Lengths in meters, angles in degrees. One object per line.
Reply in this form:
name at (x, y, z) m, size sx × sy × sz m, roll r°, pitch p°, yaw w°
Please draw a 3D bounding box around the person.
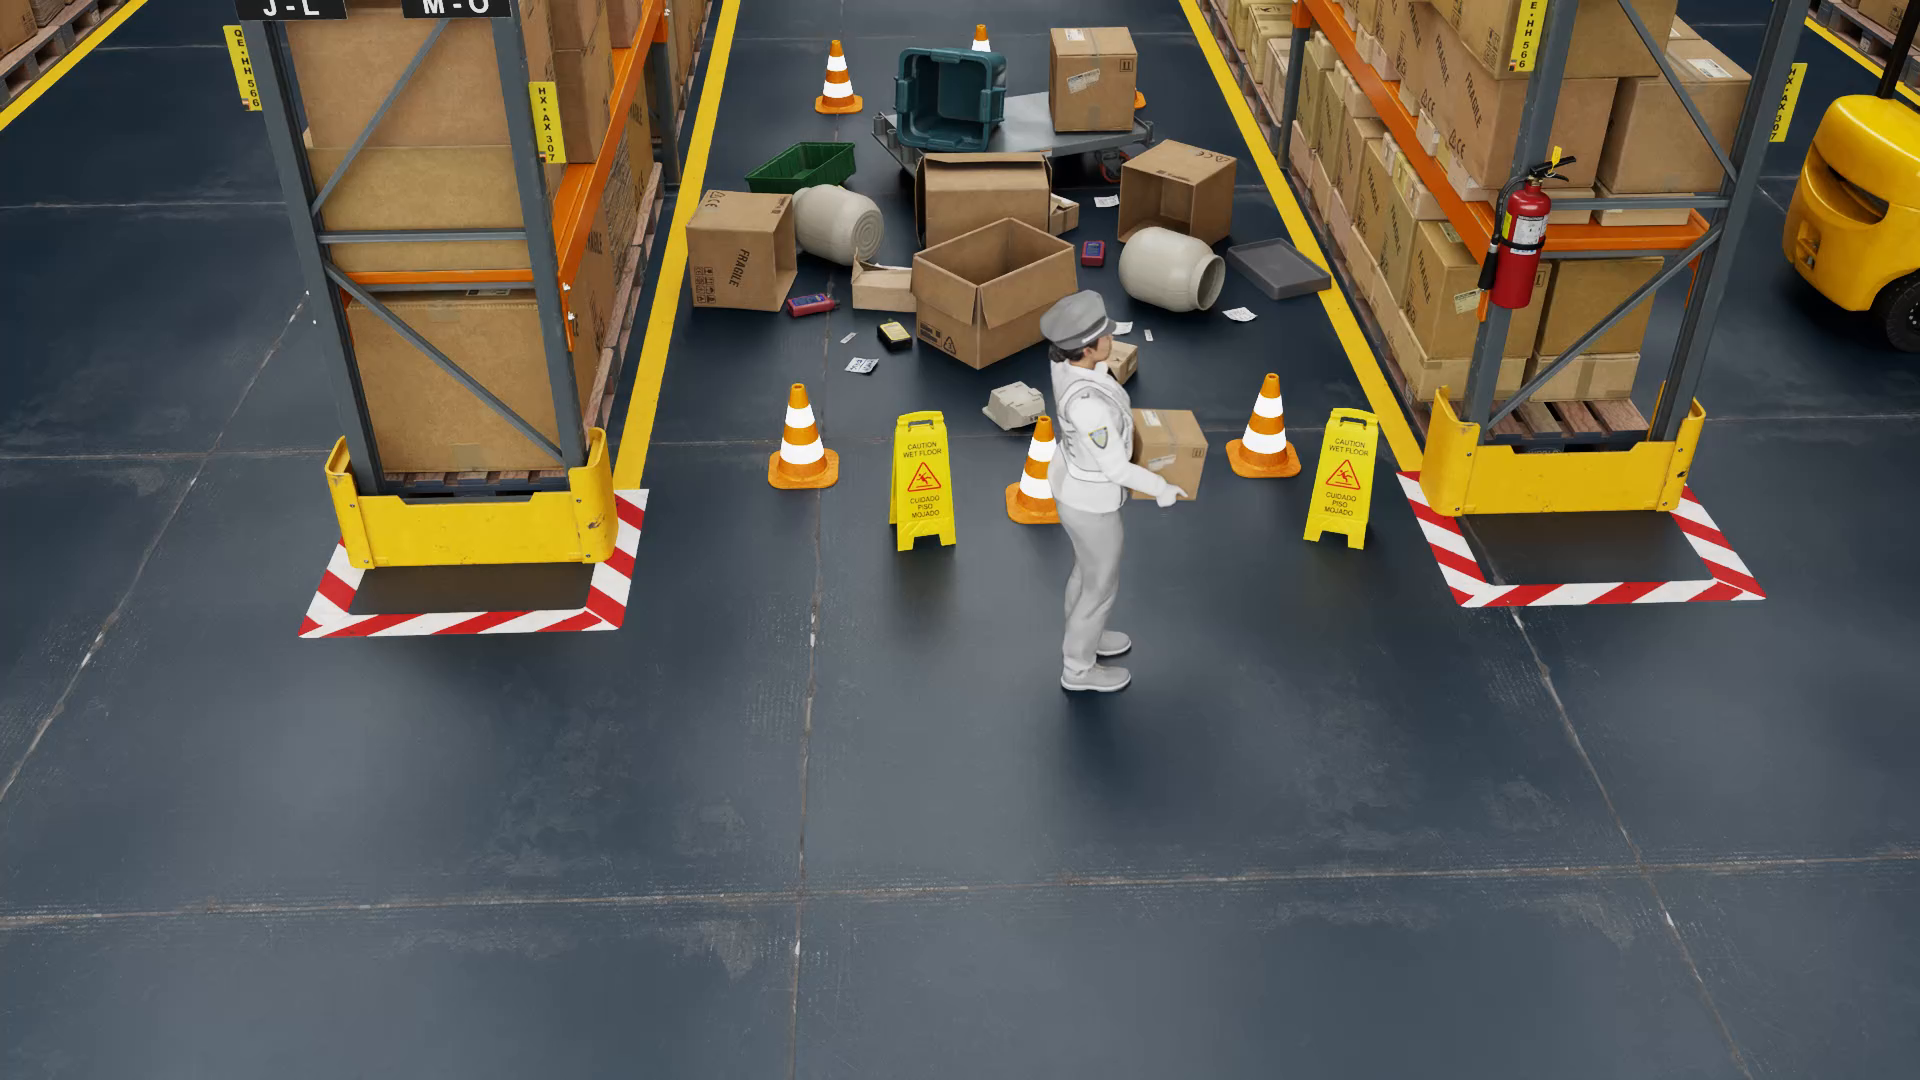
person at (0.565, -0.174, 6.371) m, size 0.553 × 1.686 × 0.459 m, roll -5°, pitch 36°, yaw -6°
